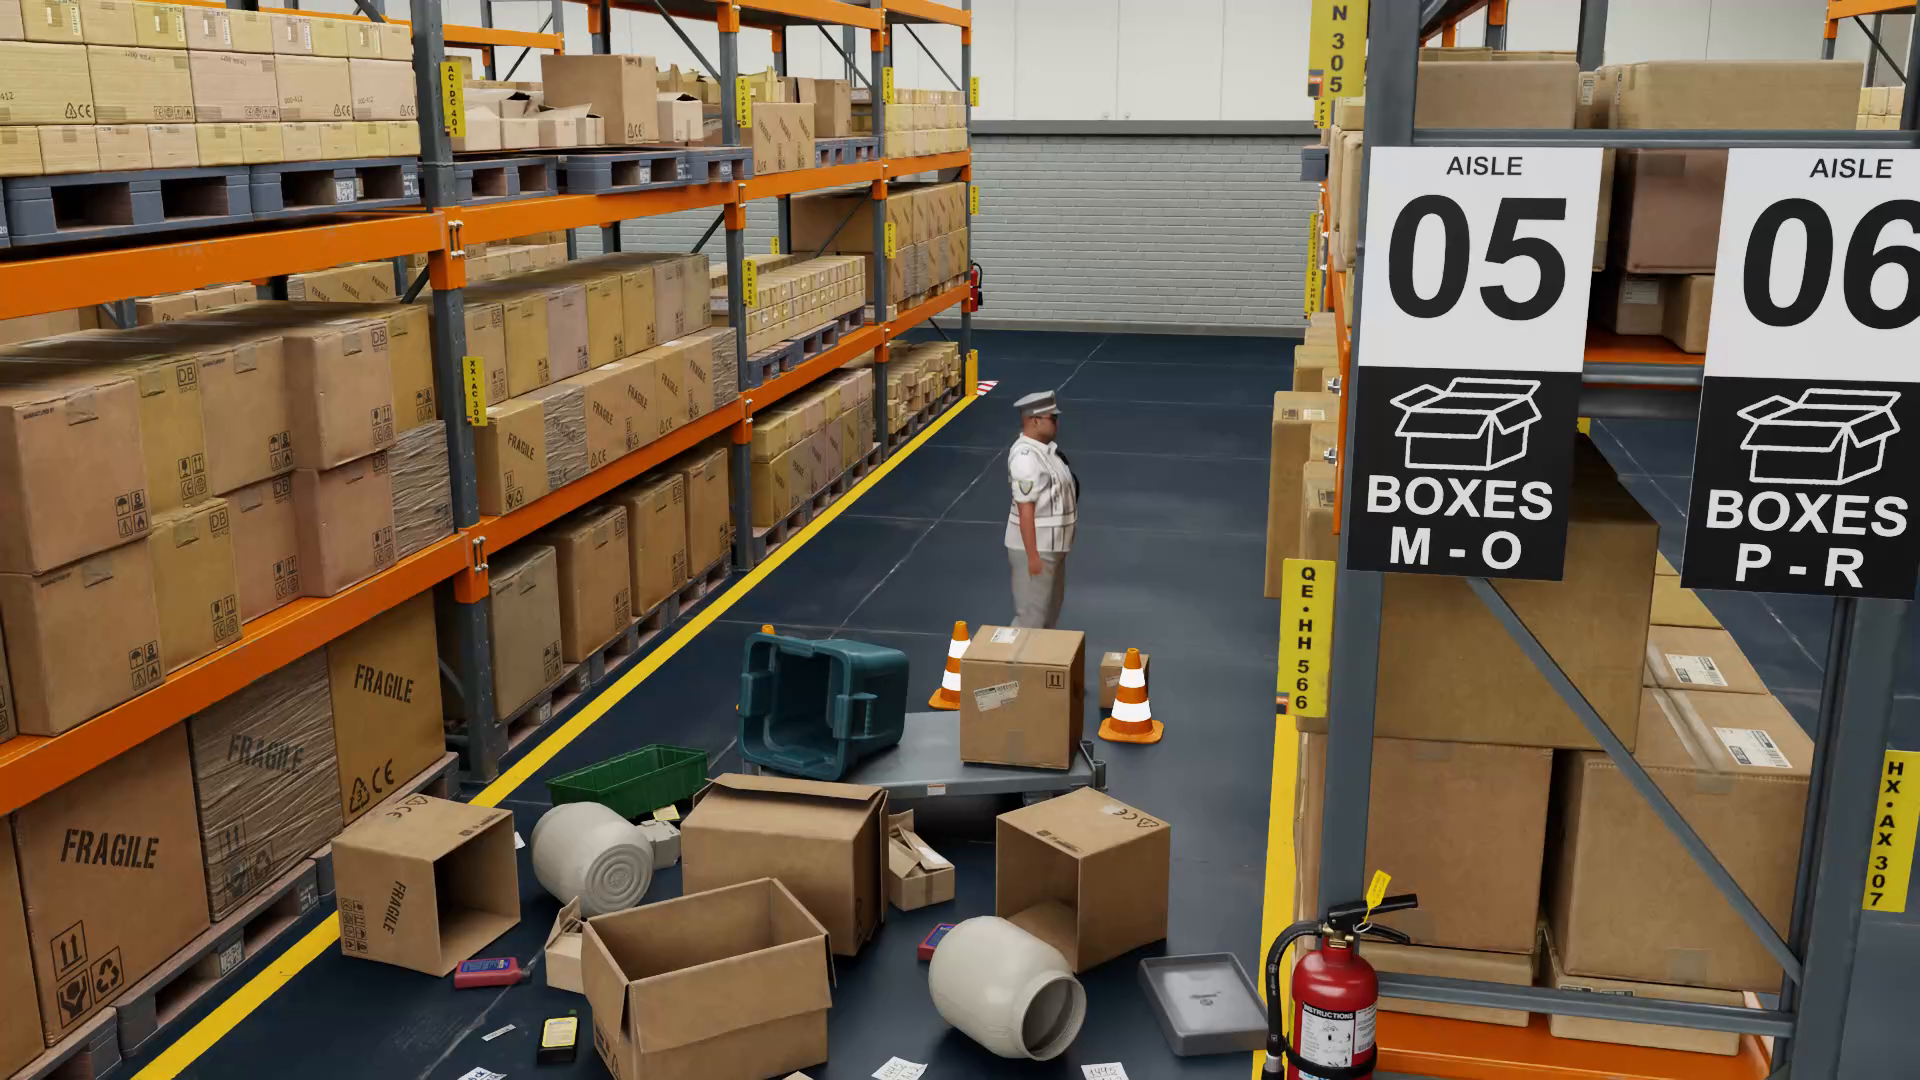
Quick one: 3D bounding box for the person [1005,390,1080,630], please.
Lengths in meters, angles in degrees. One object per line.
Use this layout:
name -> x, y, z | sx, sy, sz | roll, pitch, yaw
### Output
person -> 0.458, 0.054, 9.338 | 0.392, 1.805, 0.542 | 3, 15, 12
